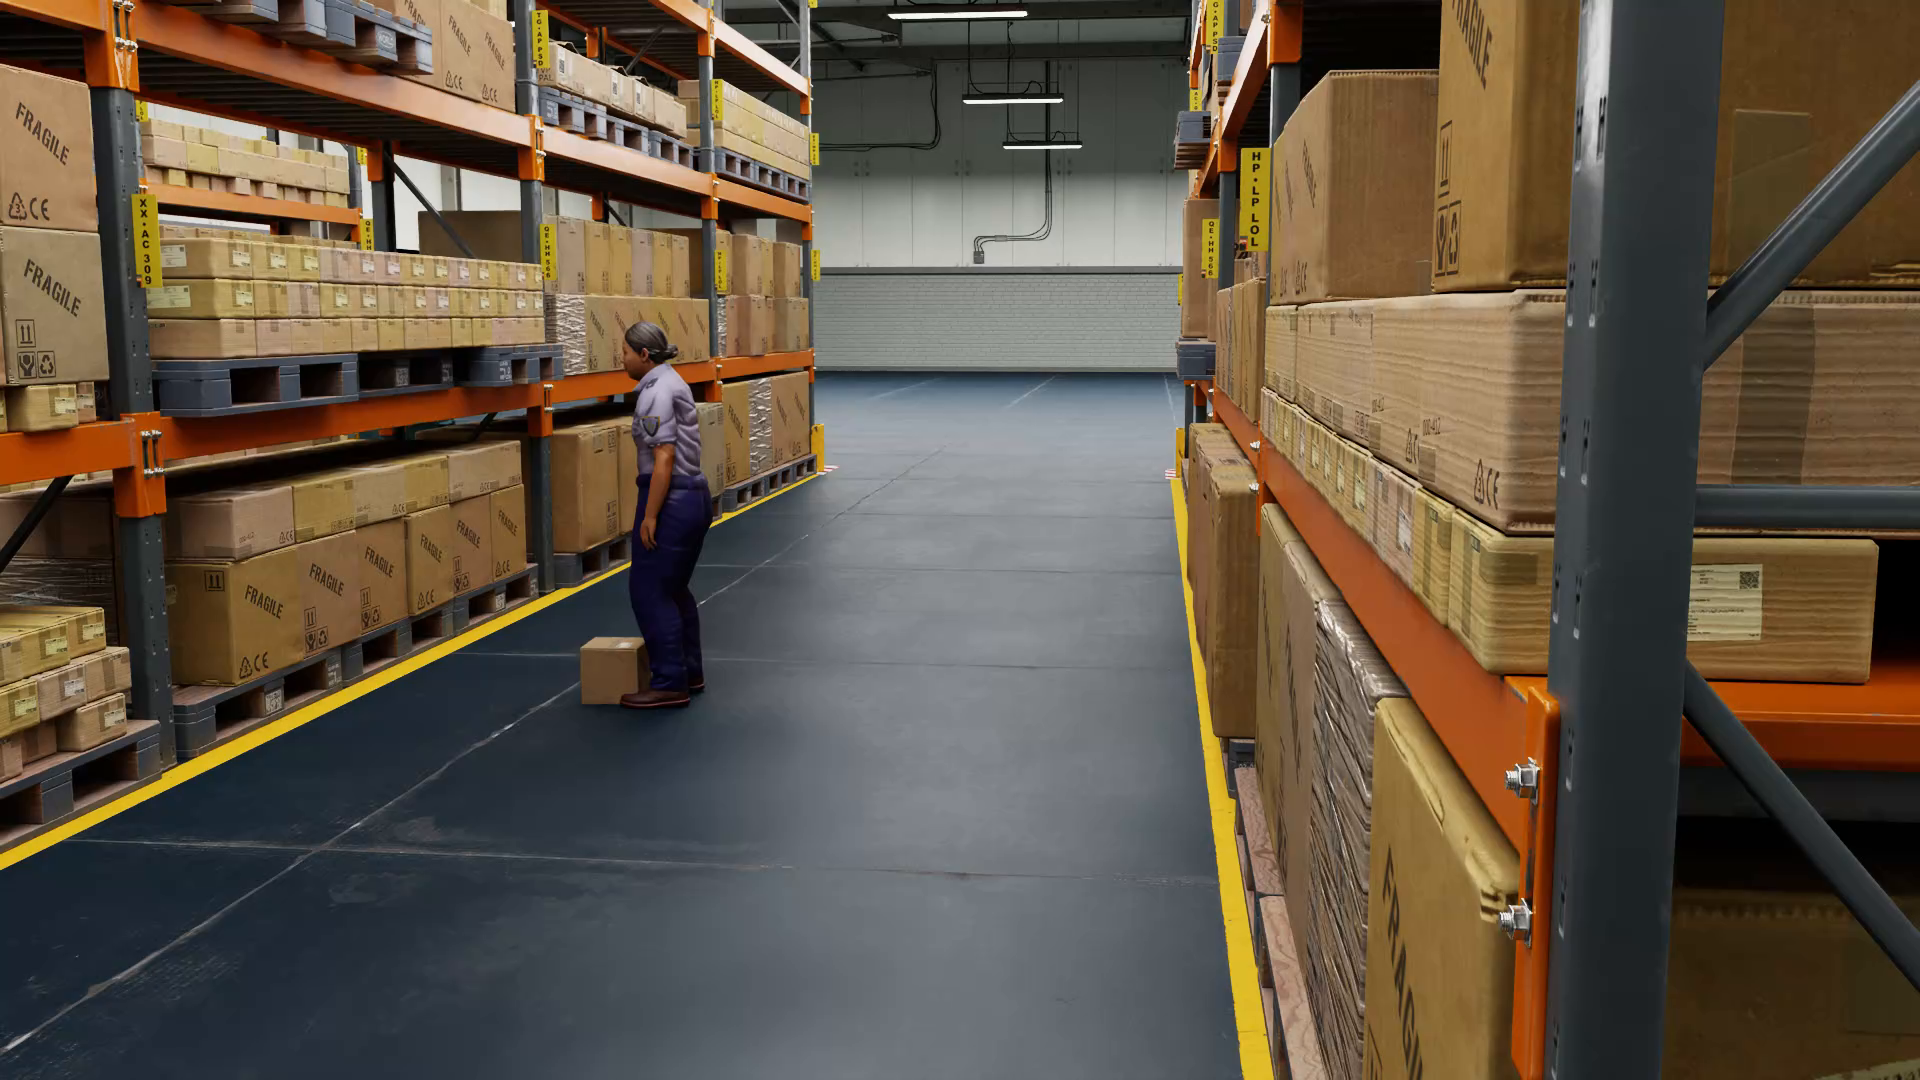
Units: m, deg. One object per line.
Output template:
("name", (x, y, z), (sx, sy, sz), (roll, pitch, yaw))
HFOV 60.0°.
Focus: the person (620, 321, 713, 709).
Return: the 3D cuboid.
("person", (-1.273, -0.118, 7.202), (0.374, 1.650, 0.553), (0, 8, 3))
